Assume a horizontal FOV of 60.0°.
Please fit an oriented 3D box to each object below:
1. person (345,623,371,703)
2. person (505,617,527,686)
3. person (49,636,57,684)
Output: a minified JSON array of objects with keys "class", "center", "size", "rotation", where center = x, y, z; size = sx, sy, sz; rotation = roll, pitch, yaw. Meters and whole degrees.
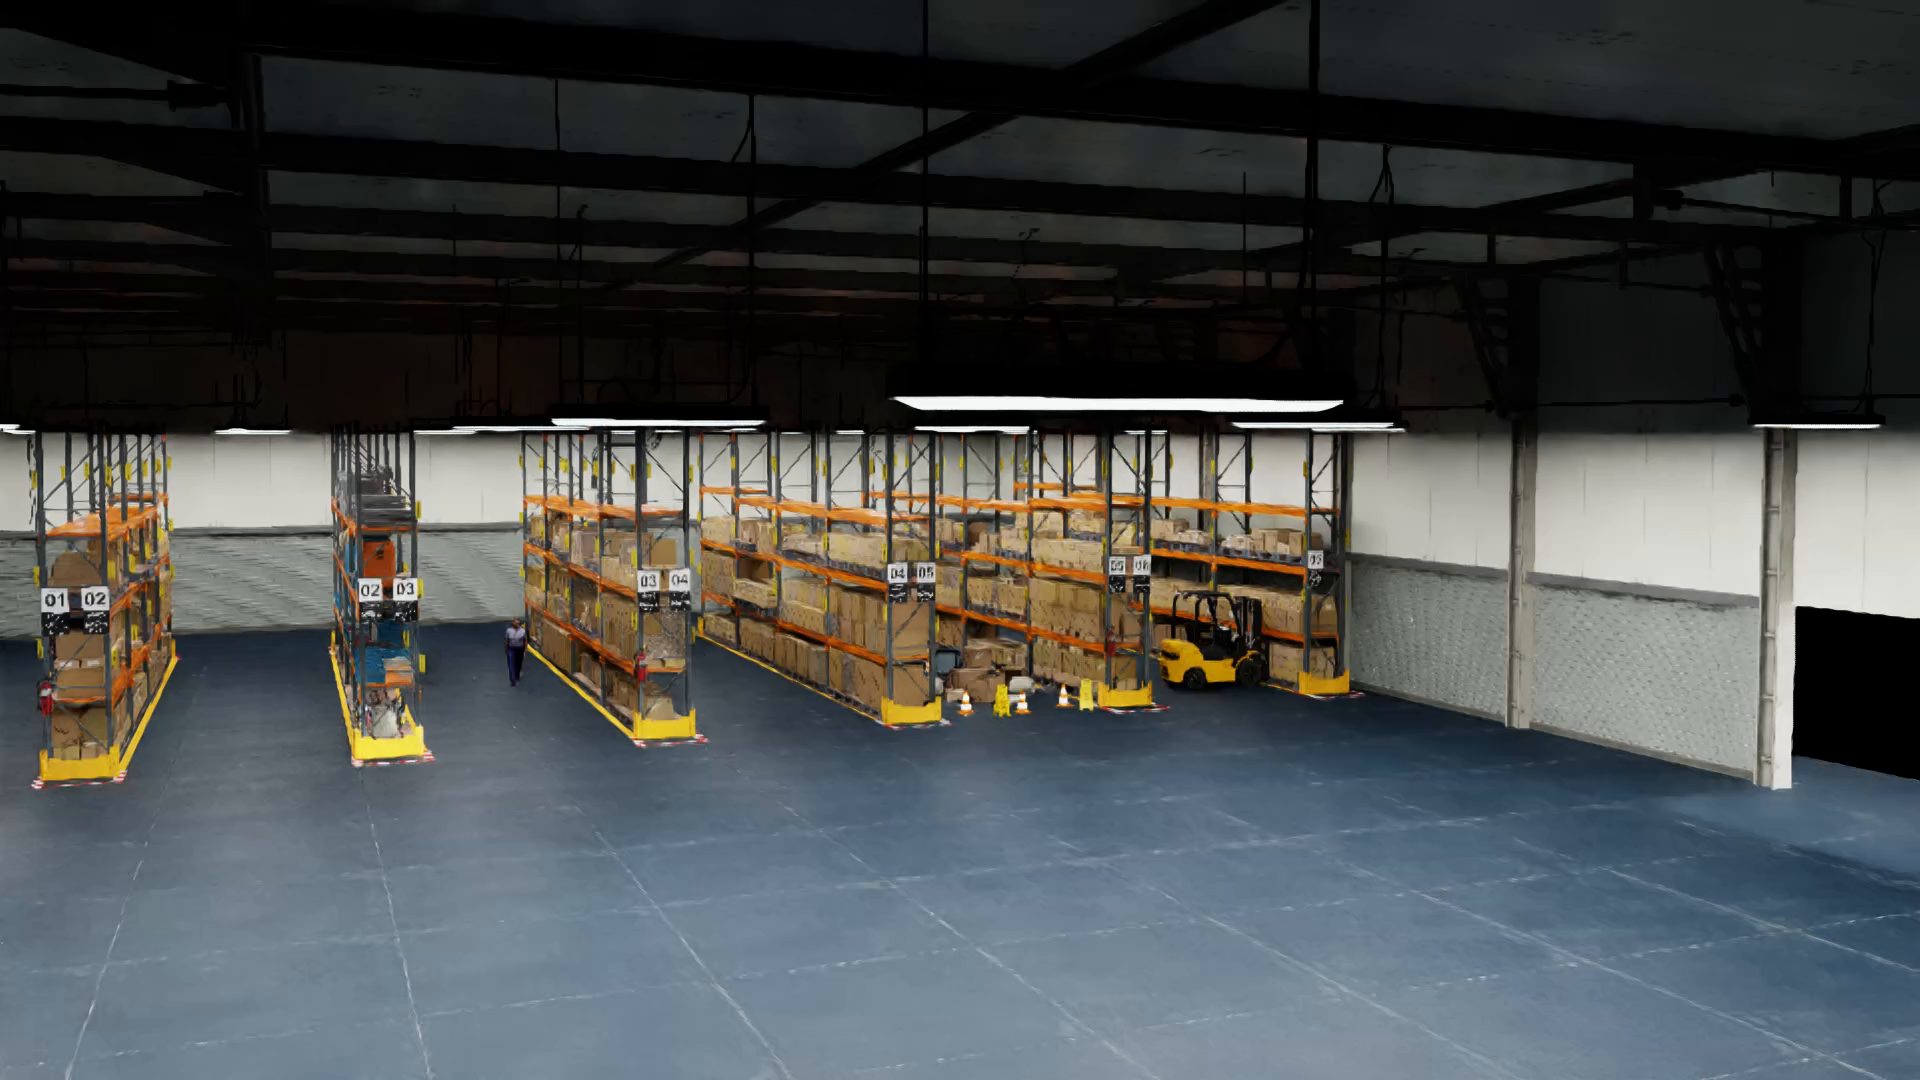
[{"class":"person","center":[-12.397,2.525,34.181],"size":[0.528,1.672,0.560],"rotation":[-1,4,-13]},{"class":"person","center":[-10.204,2.534,38.274],"size":[0.478,1.567,1.093],"rotation":[-2,4,-25]},{"class":"person","center":[-20.867,2.418,38.424],"size":[0.551,1.782,0.636],"rotation":[1,4,9]}]
